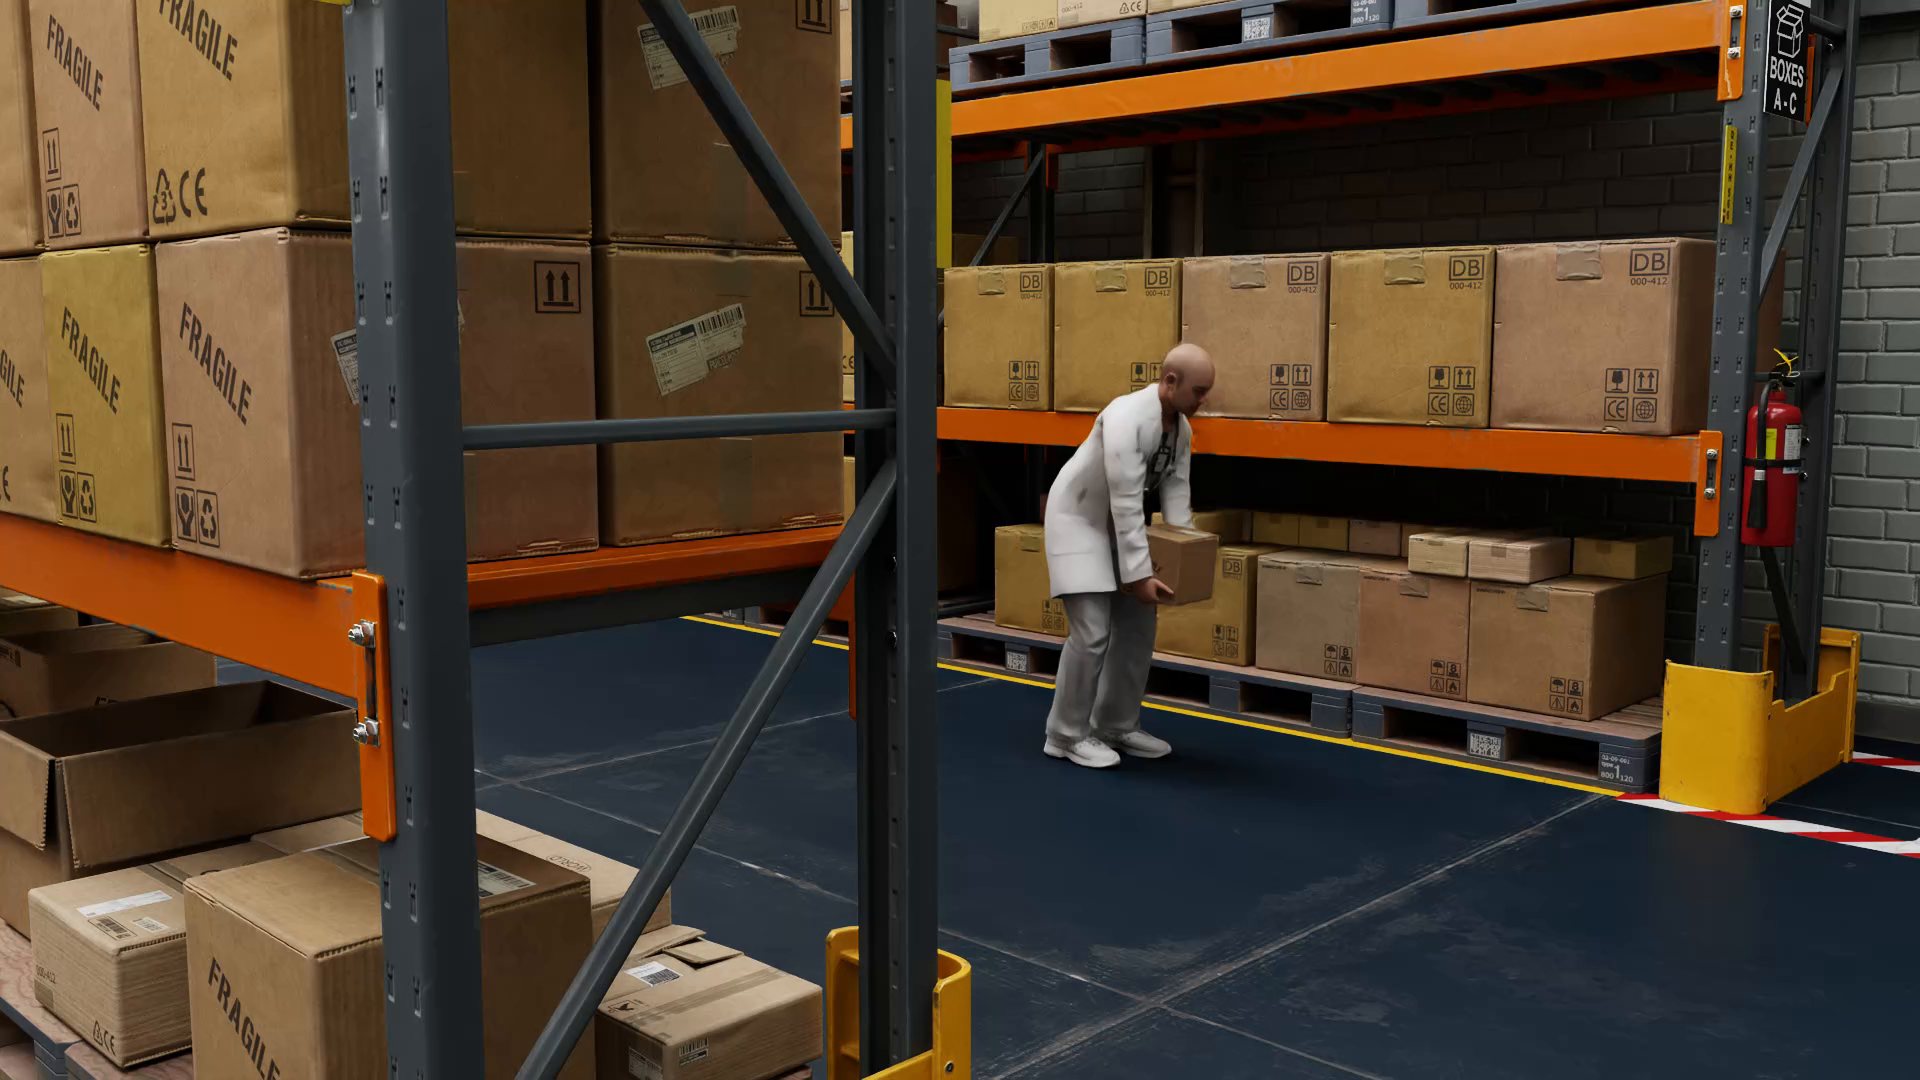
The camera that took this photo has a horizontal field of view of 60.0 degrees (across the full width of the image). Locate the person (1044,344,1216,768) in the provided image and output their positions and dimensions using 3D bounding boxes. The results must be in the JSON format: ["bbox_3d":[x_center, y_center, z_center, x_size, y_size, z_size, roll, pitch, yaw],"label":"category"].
[{"bbox_3d":[0.654,0.061,6.437,0.697,1.633,0.536,6,9,41],"label":"person"}]
